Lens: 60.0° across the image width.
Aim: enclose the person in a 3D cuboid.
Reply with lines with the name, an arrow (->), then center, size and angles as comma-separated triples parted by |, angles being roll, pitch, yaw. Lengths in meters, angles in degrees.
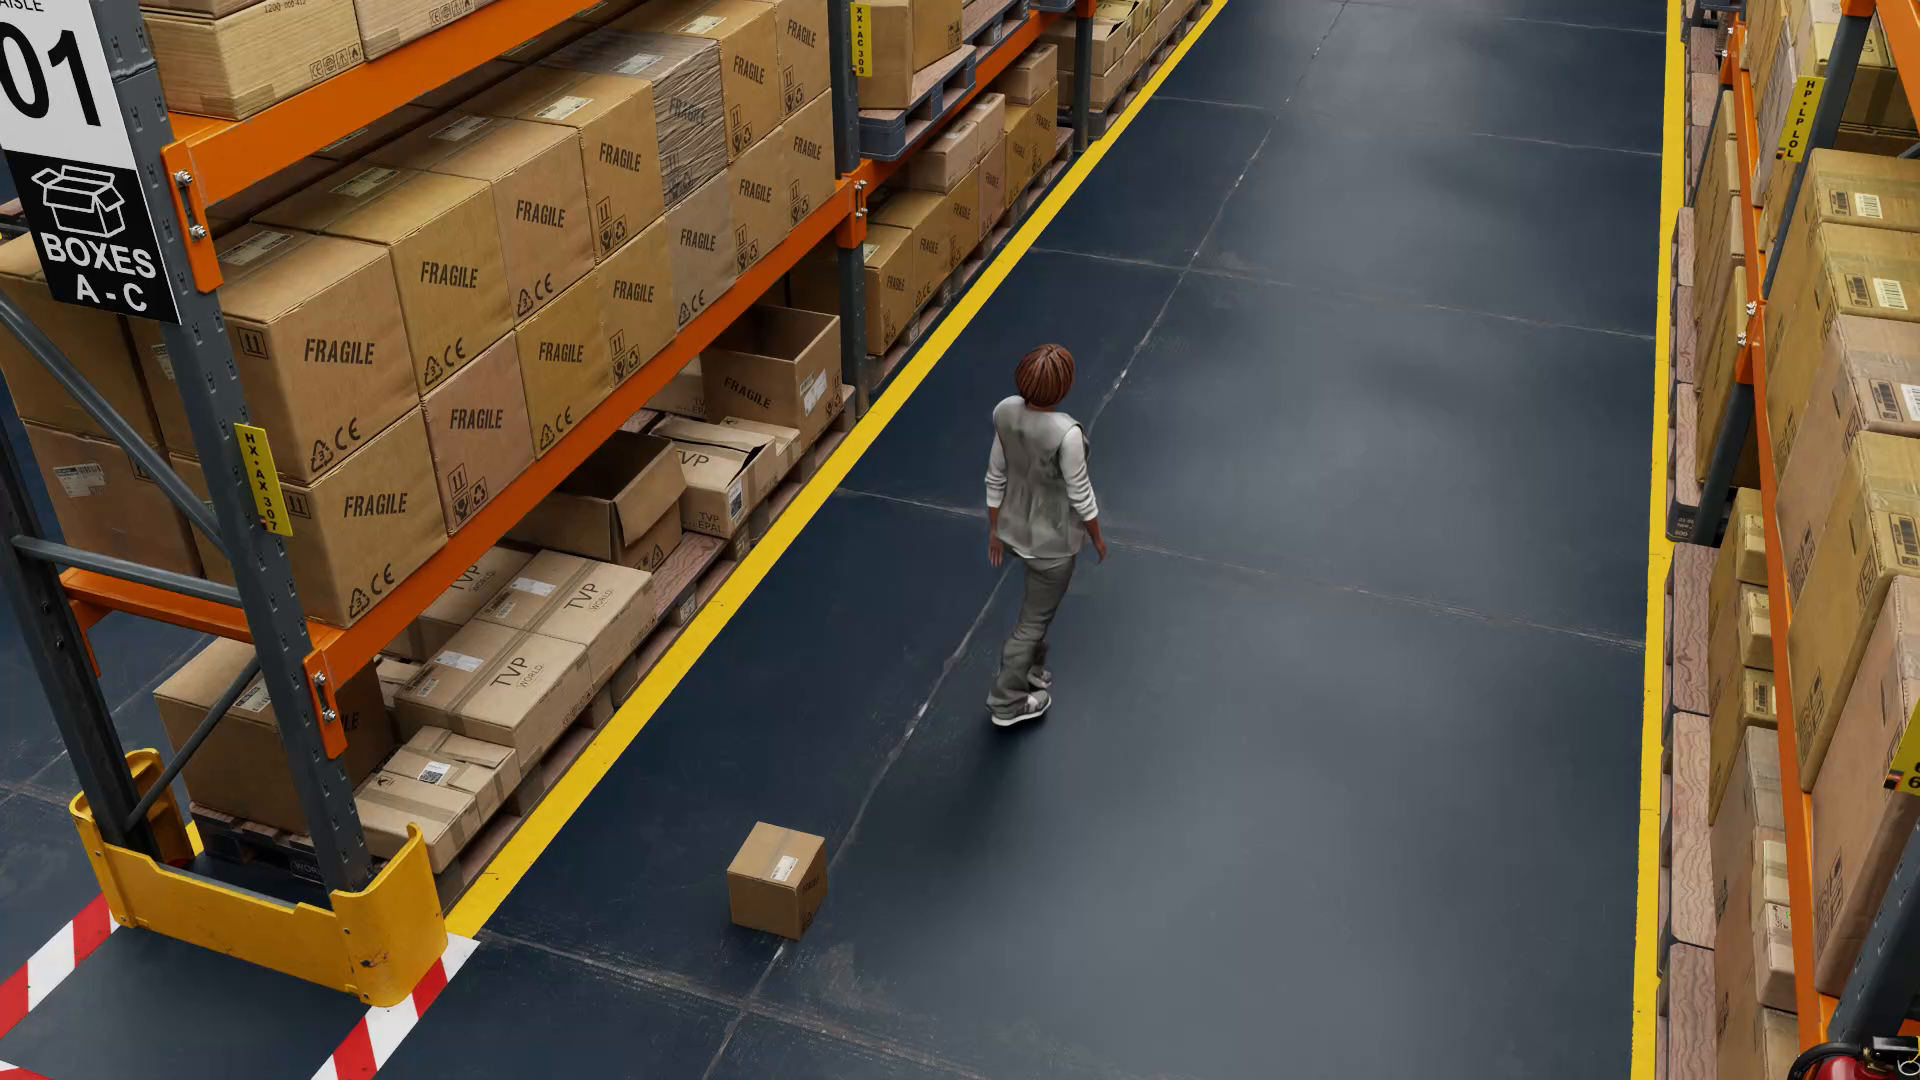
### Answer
person -> 0.297, 0.013, 6.132 | 0.482, 1.636, 0.405 | -26, 42, -34
